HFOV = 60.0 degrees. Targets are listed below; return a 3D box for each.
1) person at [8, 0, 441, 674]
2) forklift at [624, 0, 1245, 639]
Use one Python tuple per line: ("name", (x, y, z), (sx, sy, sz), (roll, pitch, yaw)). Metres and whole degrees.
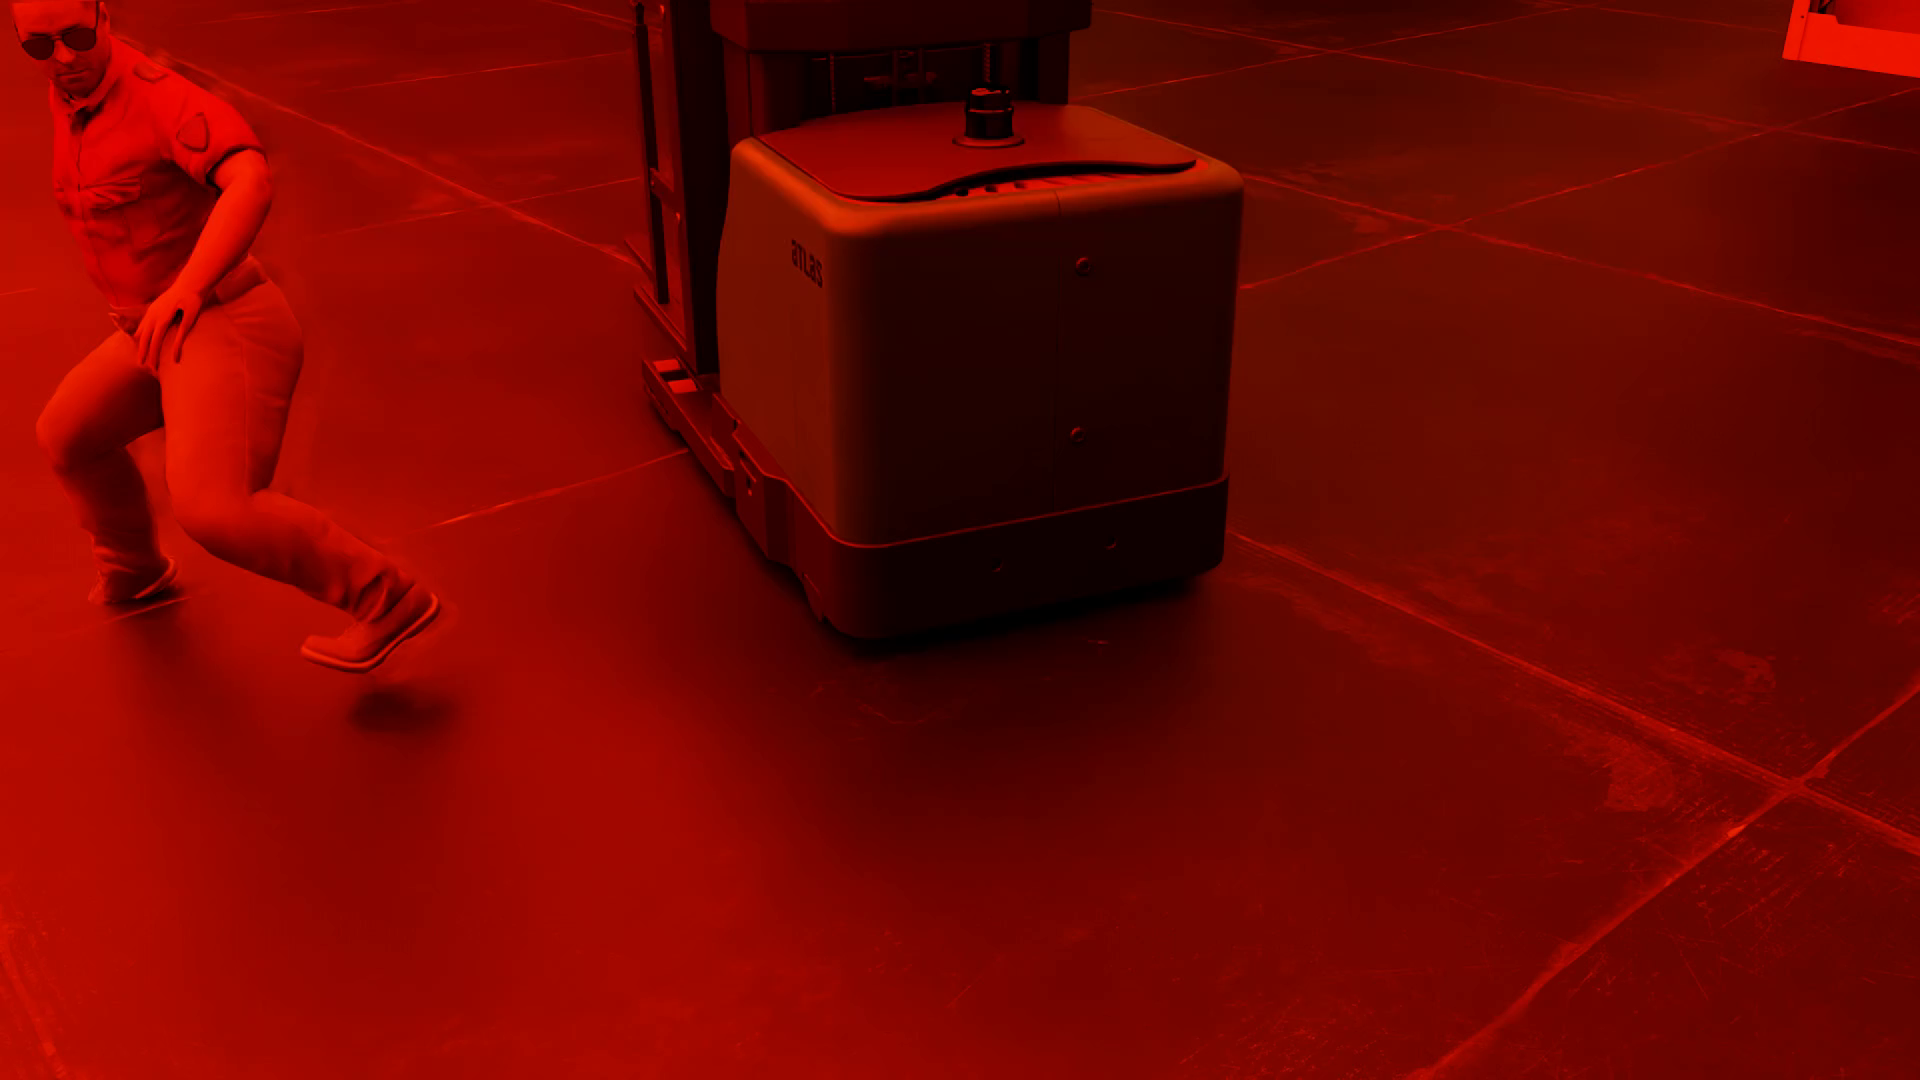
("person", (-1.787, -0.451, 3.757), (0.553, 1.664, 1.186), (-24, 35, -39))
("forklift", (-0.371, -1.713, 4.656), (1.130, 2.935, 3.031), (-11, 28, -21))
